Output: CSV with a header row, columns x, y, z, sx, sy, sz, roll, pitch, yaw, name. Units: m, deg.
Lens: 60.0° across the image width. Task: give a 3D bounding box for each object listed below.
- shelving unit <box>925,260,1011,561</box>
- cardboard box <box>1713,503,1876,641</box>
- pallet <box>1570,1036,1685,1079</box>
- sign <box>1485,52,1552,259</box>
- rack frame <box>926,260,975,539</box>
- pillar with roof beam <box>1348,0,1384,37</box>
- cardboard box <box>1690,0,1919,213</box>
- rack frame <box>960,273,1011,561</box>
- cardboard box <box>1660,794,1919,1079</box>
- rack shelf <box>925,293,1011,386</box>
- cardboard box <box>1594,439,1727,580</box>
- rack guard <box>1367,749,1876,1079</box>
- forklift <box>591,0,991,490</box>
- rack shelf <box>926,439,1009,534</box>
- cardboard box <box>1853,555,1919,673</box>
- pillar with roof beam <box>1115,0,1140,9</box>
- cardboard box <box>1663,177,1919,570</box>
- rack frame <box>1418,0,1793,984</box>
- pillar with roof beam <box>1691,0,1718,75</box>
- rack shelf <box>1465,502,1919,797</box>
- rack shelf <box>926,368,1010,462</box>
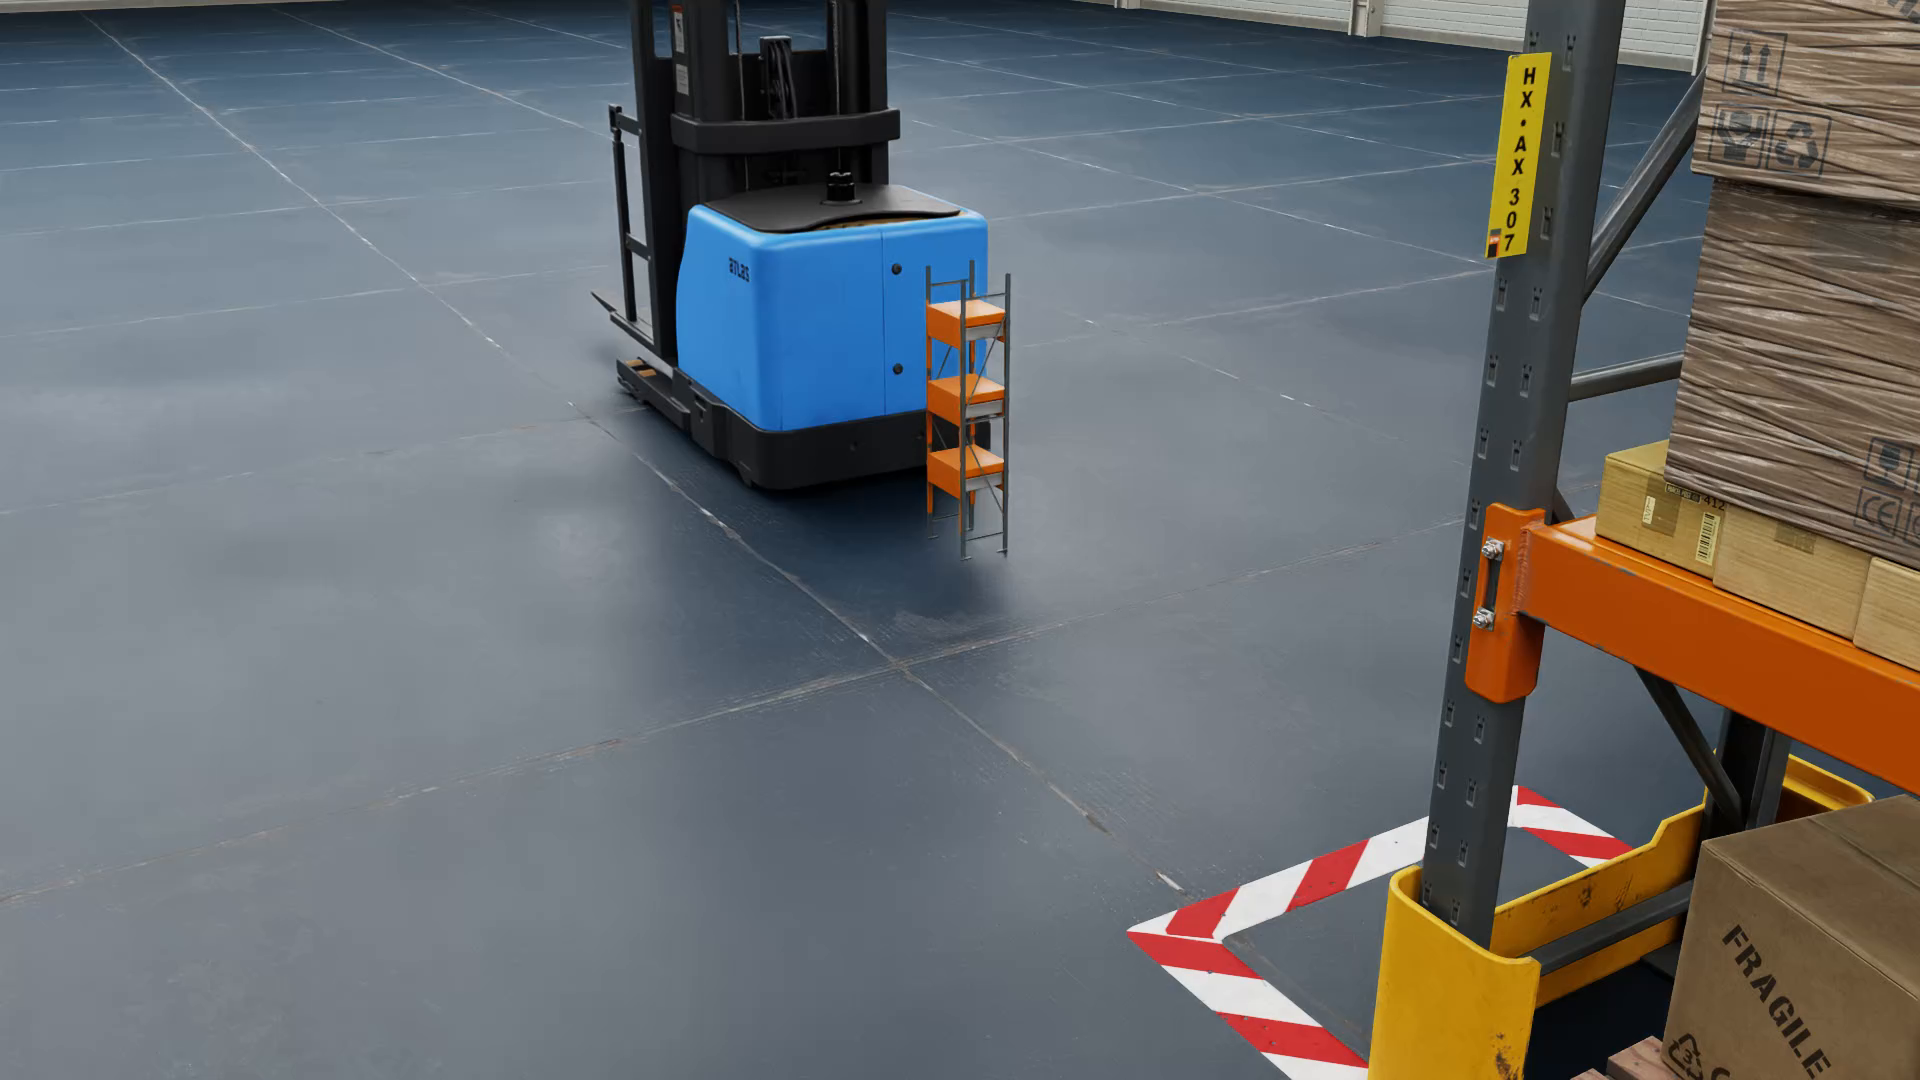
x,y,z,sx,sy,sz,roll,pitch,yaw,name
0.027,-0.469,6.071,0.215,1.050,0.252,-13,25,-28,shelving unit
1.432,0.010,2.637,0.380,0.149,0.250,-13,25,-28,cardboard box
1.804,1.257,2.938,1.003,0.211,1.213,-13,25,-28,pallet
0.914,-0.626,2.718,0.100,0.325,0.005,-13,25,-28,sign
-0.035,-0.509,6.168,0.200,1.050,0.008,-13,25,-28,rack frame
2.361,-10.905,21.190,9.100,9.000,0.400,-13,25,-28,pillar with roof beam
1.427,-0.746,2.307,0.500,0.500,0.500,-13,25,-28,cardboard box
0.090,-0.430,5.974,0.200,1.050,0.008,-13,25,-28,rack frame
1.685,0.840,3.024,0.500,0.500,0.500,-8,23,-18,cardboard box
0.027,-0.722,5.968,0.215,0.259,0.240,-13,25,-28,rack shelf
1.321,-0.075,2.845,0.380,0.149,0.250,-13,25,-28,cardboard box
1.419,0.853,3.548,1.175,0.500,0.348,-13,25,-28,rack guard
-1.006,-2.072,7.517,1.130,2.935,3.031,-11,25,-26,forklift
0.027,-0.202,6.180,0.215,0.259,0.240,-13,25,-28,rack shelf
1.547,0.094,2.431,0.380,0.149,0.250,-13,25,-28,cardboard box
-0.704,-12.847,25.969,9.100,9.000,0.400,-13,25,-28,pillar with roof beam
1.638,-0.330,2.612,0.875,0.500,0.500,-13,25,-28,cardboard box
1.380,-0.329,3.138,1.000,3.000,0.127,-13,25,-28,rack frame
5.426,-8.963,16.412,9.100,9.000,0.400,-13,25,-28,pillar with roof beam
2.402,0.652,1.680,1.077,0.370,4.000,-13,25,-28,rack shelf
0.027,-0.459,6.075,0.215,0.259,0.240,-13,25,-28,rack shelf
